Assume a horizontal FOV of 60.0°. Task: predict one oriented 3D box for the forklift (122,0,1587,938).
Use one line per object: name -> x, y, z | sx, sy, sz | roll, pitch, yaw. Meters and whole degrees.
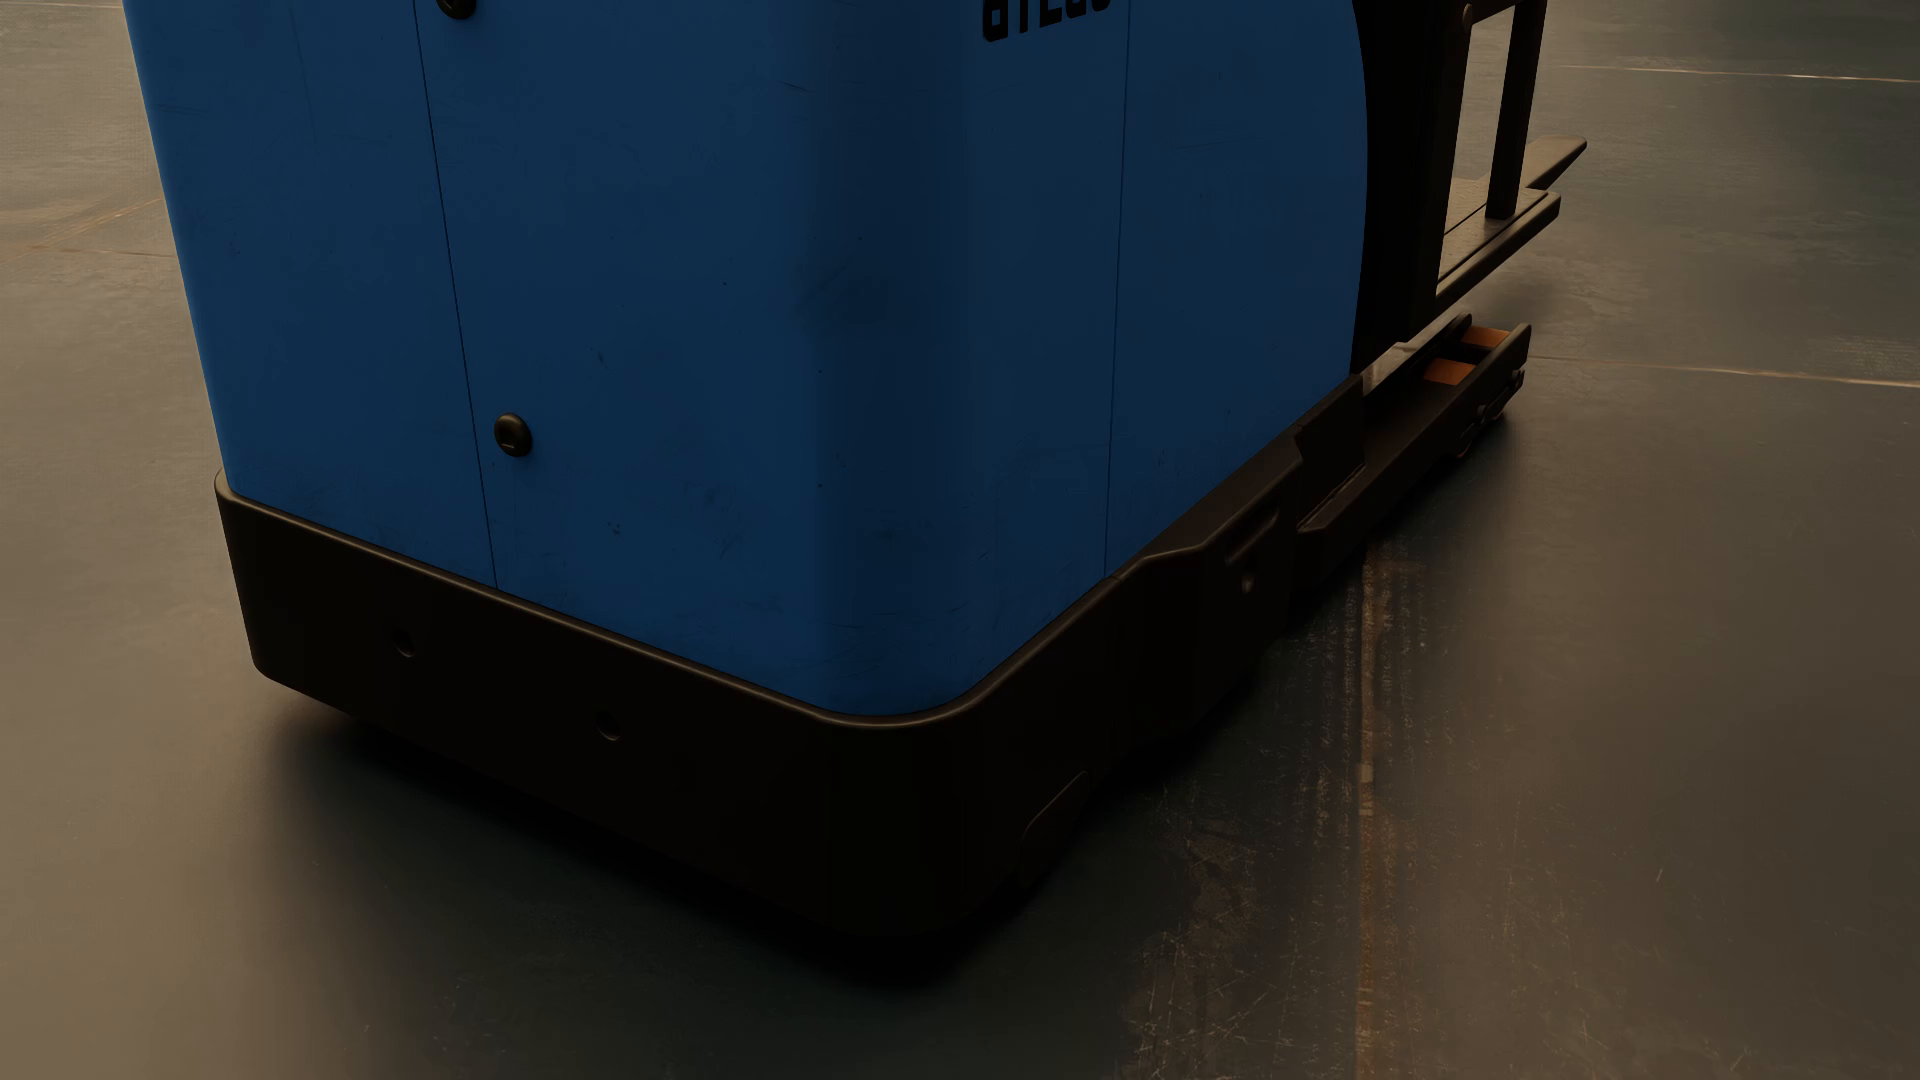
forklift -> 0.341, -1.547, 2.312 | 1.130, 2.935, 3.031 | 16, 31, 29
